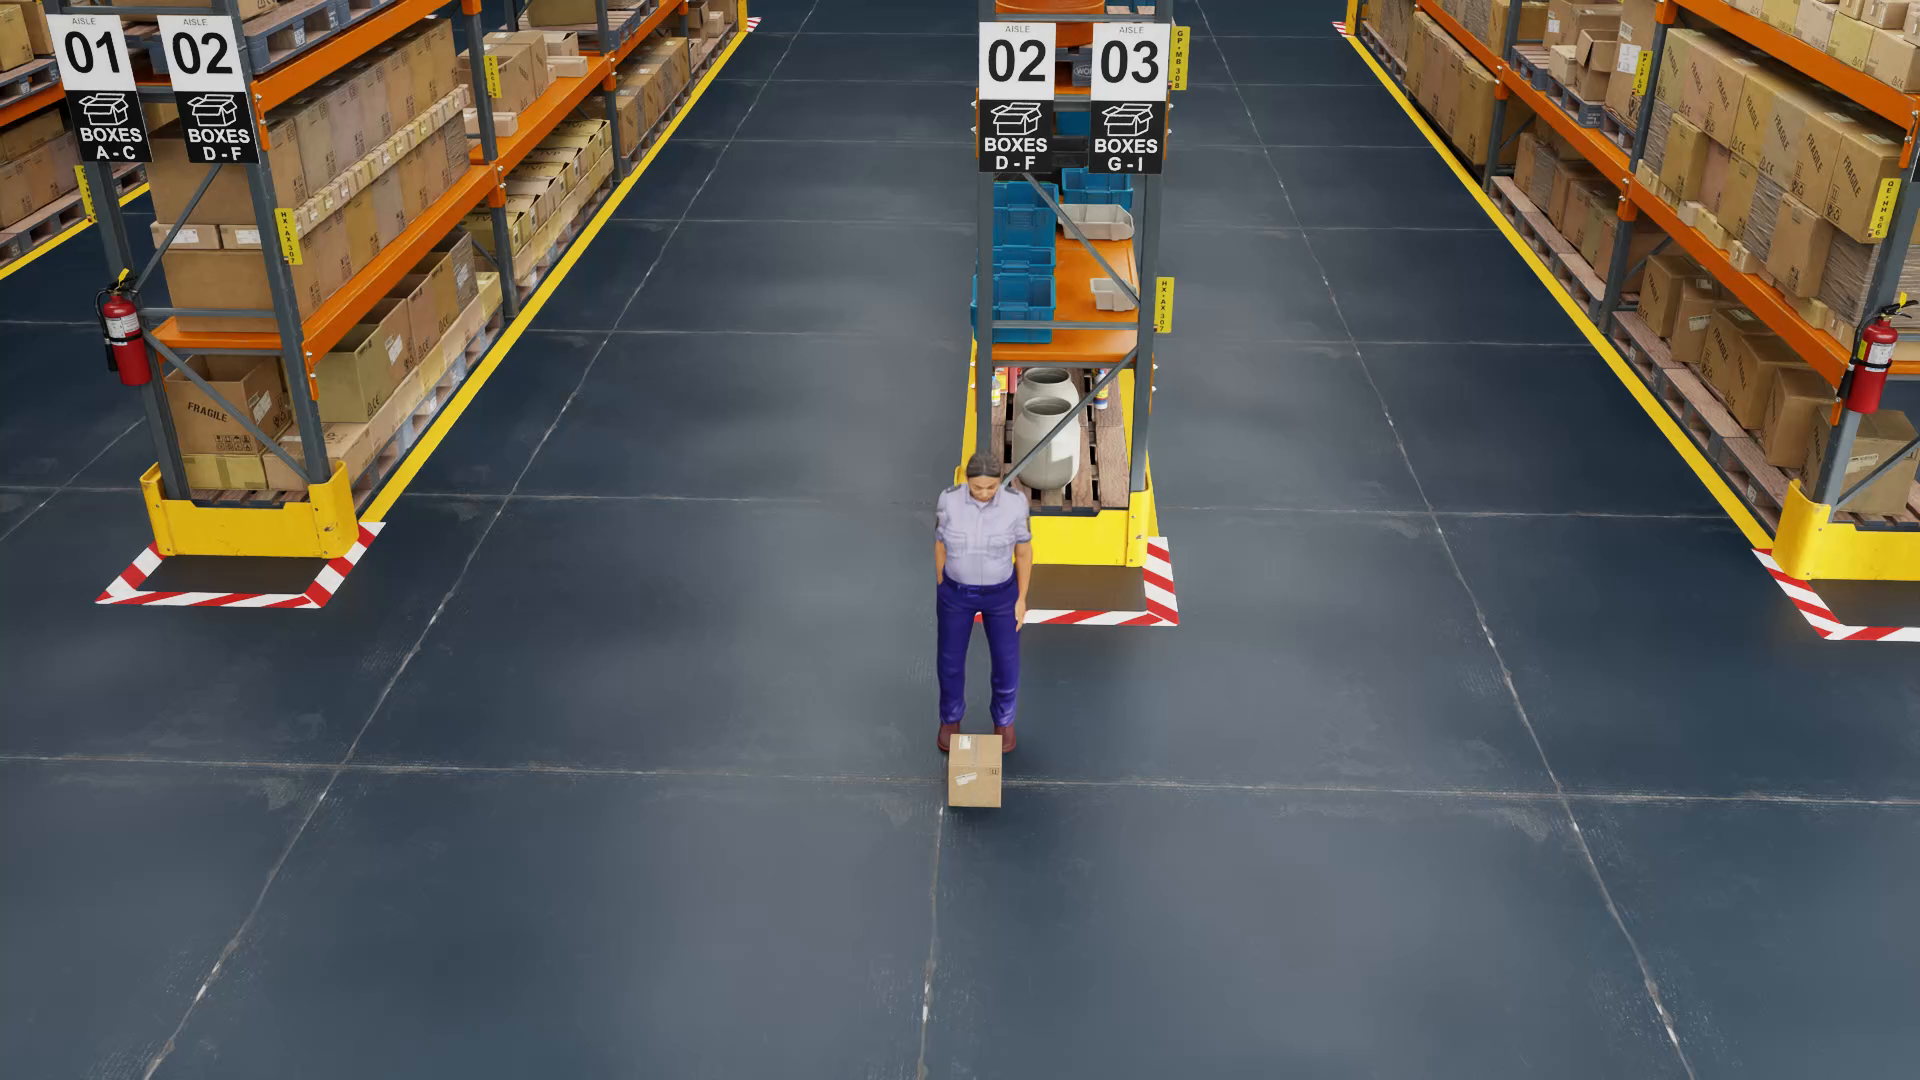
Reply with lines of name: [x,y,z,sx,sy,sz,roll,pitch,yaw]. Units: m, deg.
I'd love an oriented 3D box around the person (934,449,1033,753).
person: [0.114,0.288,8.138,0.480,1.622,0.343,2,28,3]
